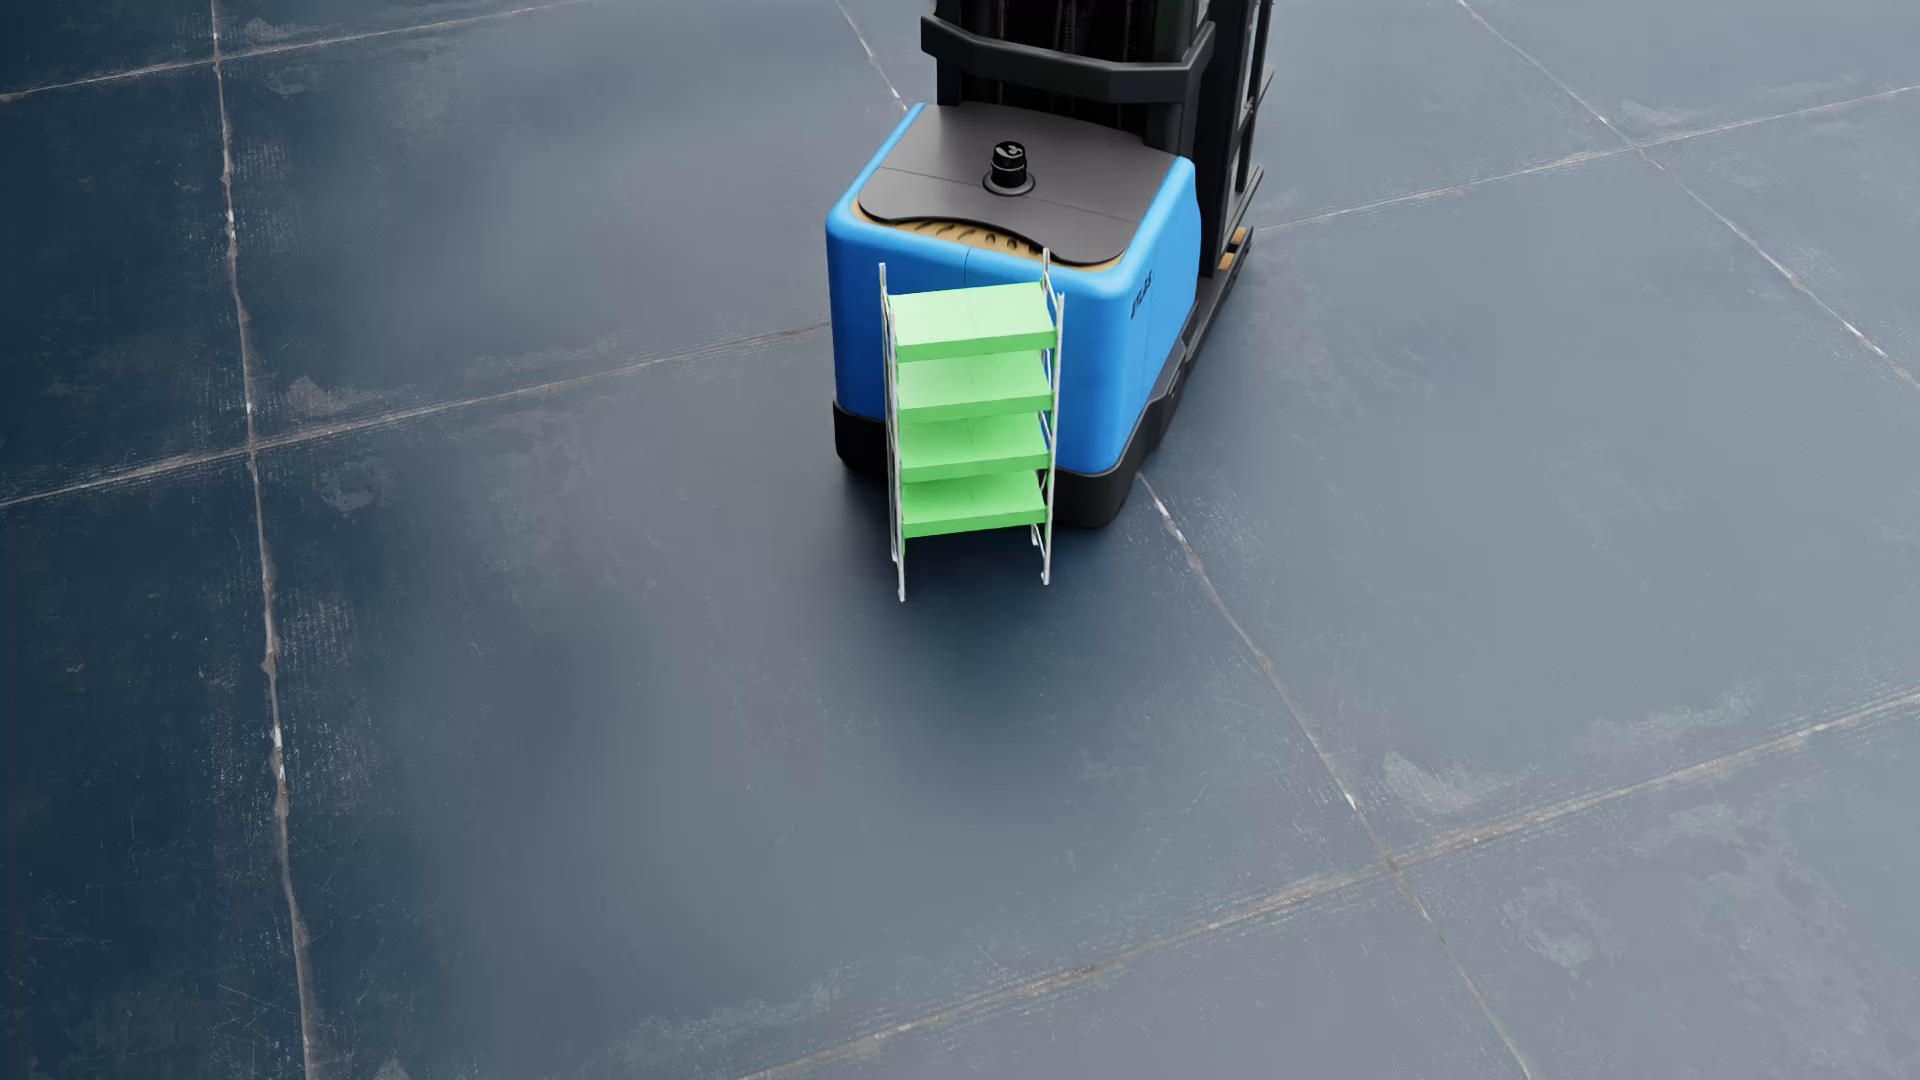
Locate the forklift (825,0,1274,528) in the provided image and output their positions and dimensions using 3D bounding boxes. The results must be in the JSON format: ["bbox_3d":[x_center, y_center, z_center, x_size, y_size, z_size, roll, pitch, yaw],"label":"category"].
[{"bbox_3d":[0.564,-2.137,5.811,1.130,2.935,3.031,16,47,15],"label":"forklift"}]

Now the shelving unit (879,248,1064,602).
[{"bbox_3d":[0.031,-0.329,5.231,0.503,1.200,0.258,-6,45,-6],"label":"shelving unit"}]

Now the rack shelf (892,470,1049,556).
[{"bbox_3d":[0.031,-0.114,5.446,0.480,0.148,0.258,-6,45,-6],"label":"rack shelf"}]

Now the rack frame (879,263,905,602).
[{"bbox_3d":[-0.210,-0.302,5.204,0.015,1.200,0.240,-6,45,-6],"label":"rack frame"}]

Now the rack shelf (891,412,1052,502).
[{"bbox_3d":[0.031,-0.284,5.276,0.480,0.148,0.258,-6,45,-6],"label":"rack shelf"}]

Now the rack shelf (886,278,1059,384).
[{"bbox_3d":[0.031,-0.622,4.936,0.480,0.148,0.258,-6,45,-6],"label":"rack shelf"}]

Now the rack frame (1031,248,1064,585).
[{"bbox_3d":[0.272,-0.356,5.257,0.015,1.200,0.240,-6,45,-6],"label":"rack frame"}]

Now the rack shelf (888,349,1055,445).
[{"bbox_3d":[0.031,-0.453,5.106,0.480,0.148,0.258,-6,45,-6],"label":"rack shelf"}]
